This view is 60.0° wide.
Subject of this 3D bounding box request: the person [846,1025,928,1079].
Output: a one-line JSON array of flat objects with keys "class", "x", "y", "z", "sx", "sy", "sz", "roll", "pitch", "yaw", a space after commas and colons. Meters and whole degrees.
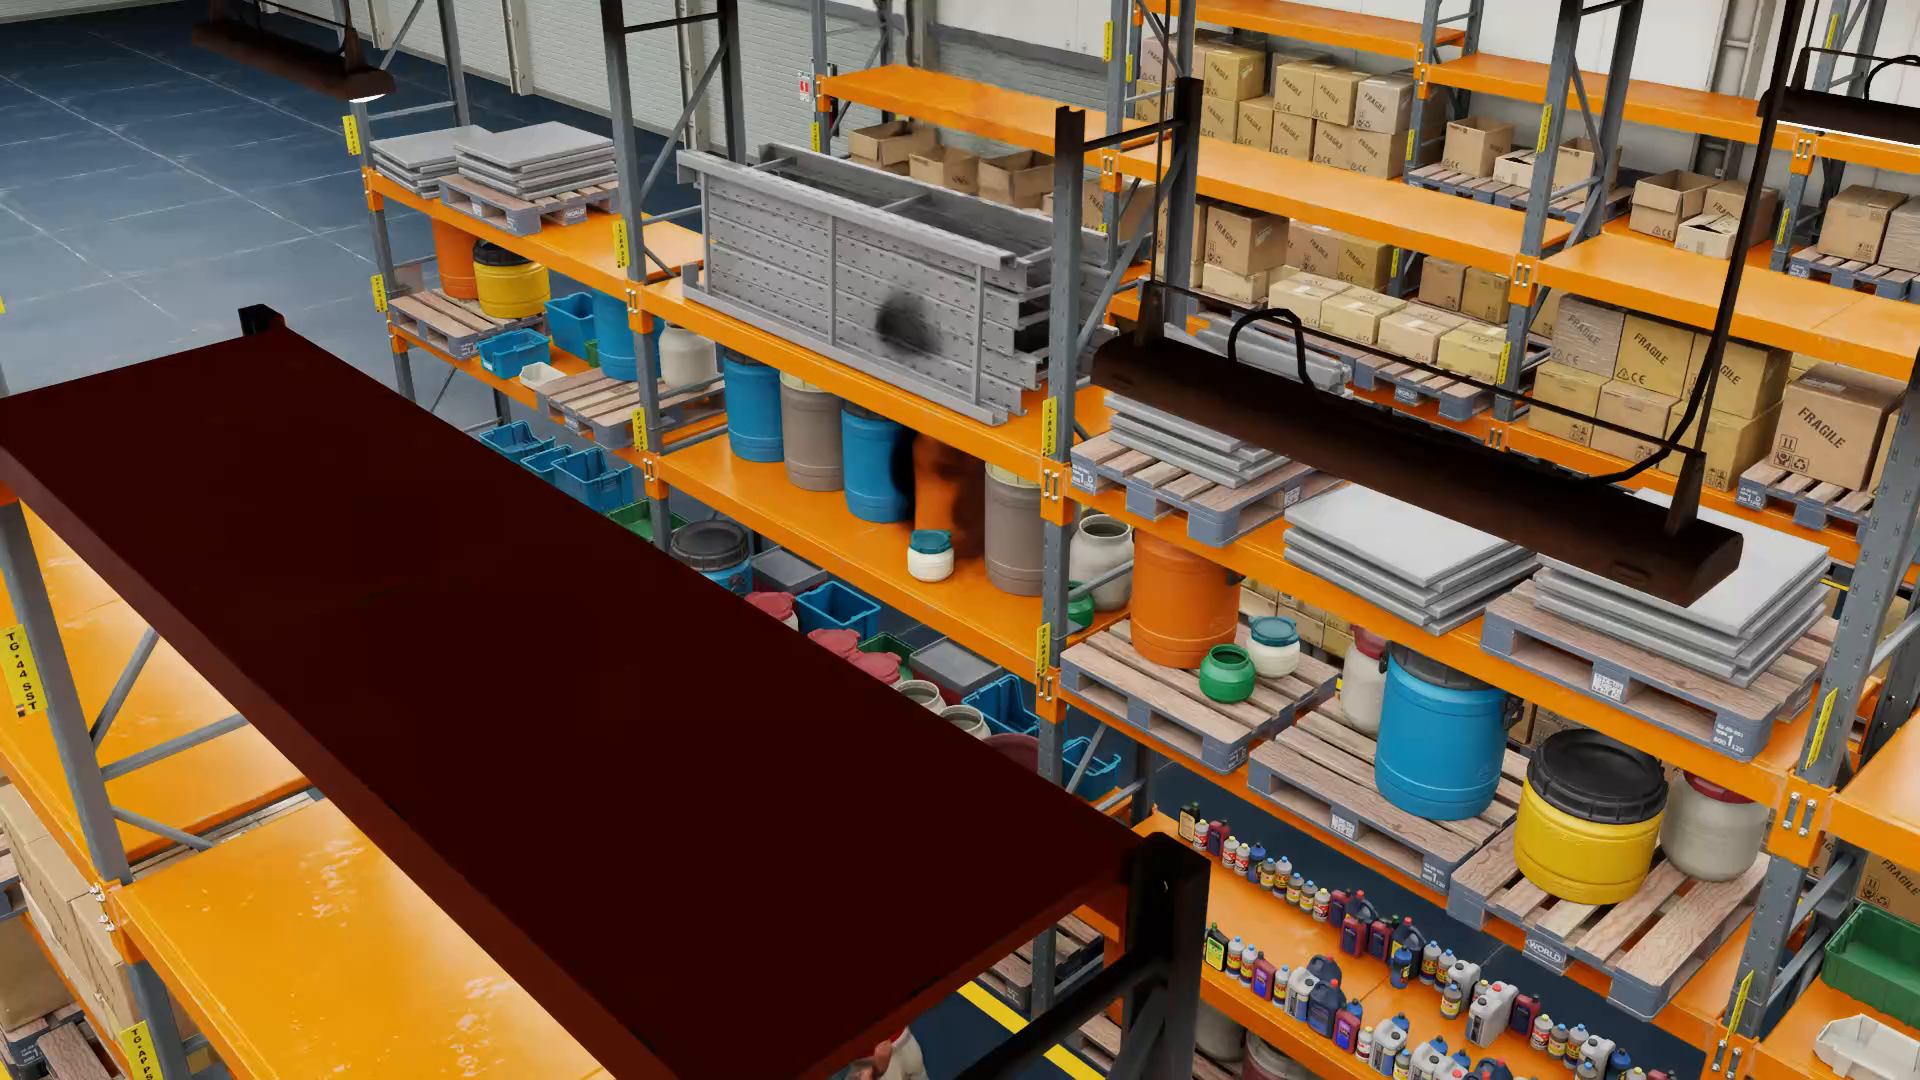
[{"class": "person", "x": -0.408, "y": 2.883, "z": 9.099, "sx": 0.874, "sy": 1.781, "sz": 0.608, "roll": 20, "pitch": 34, "yaw": 33}]
